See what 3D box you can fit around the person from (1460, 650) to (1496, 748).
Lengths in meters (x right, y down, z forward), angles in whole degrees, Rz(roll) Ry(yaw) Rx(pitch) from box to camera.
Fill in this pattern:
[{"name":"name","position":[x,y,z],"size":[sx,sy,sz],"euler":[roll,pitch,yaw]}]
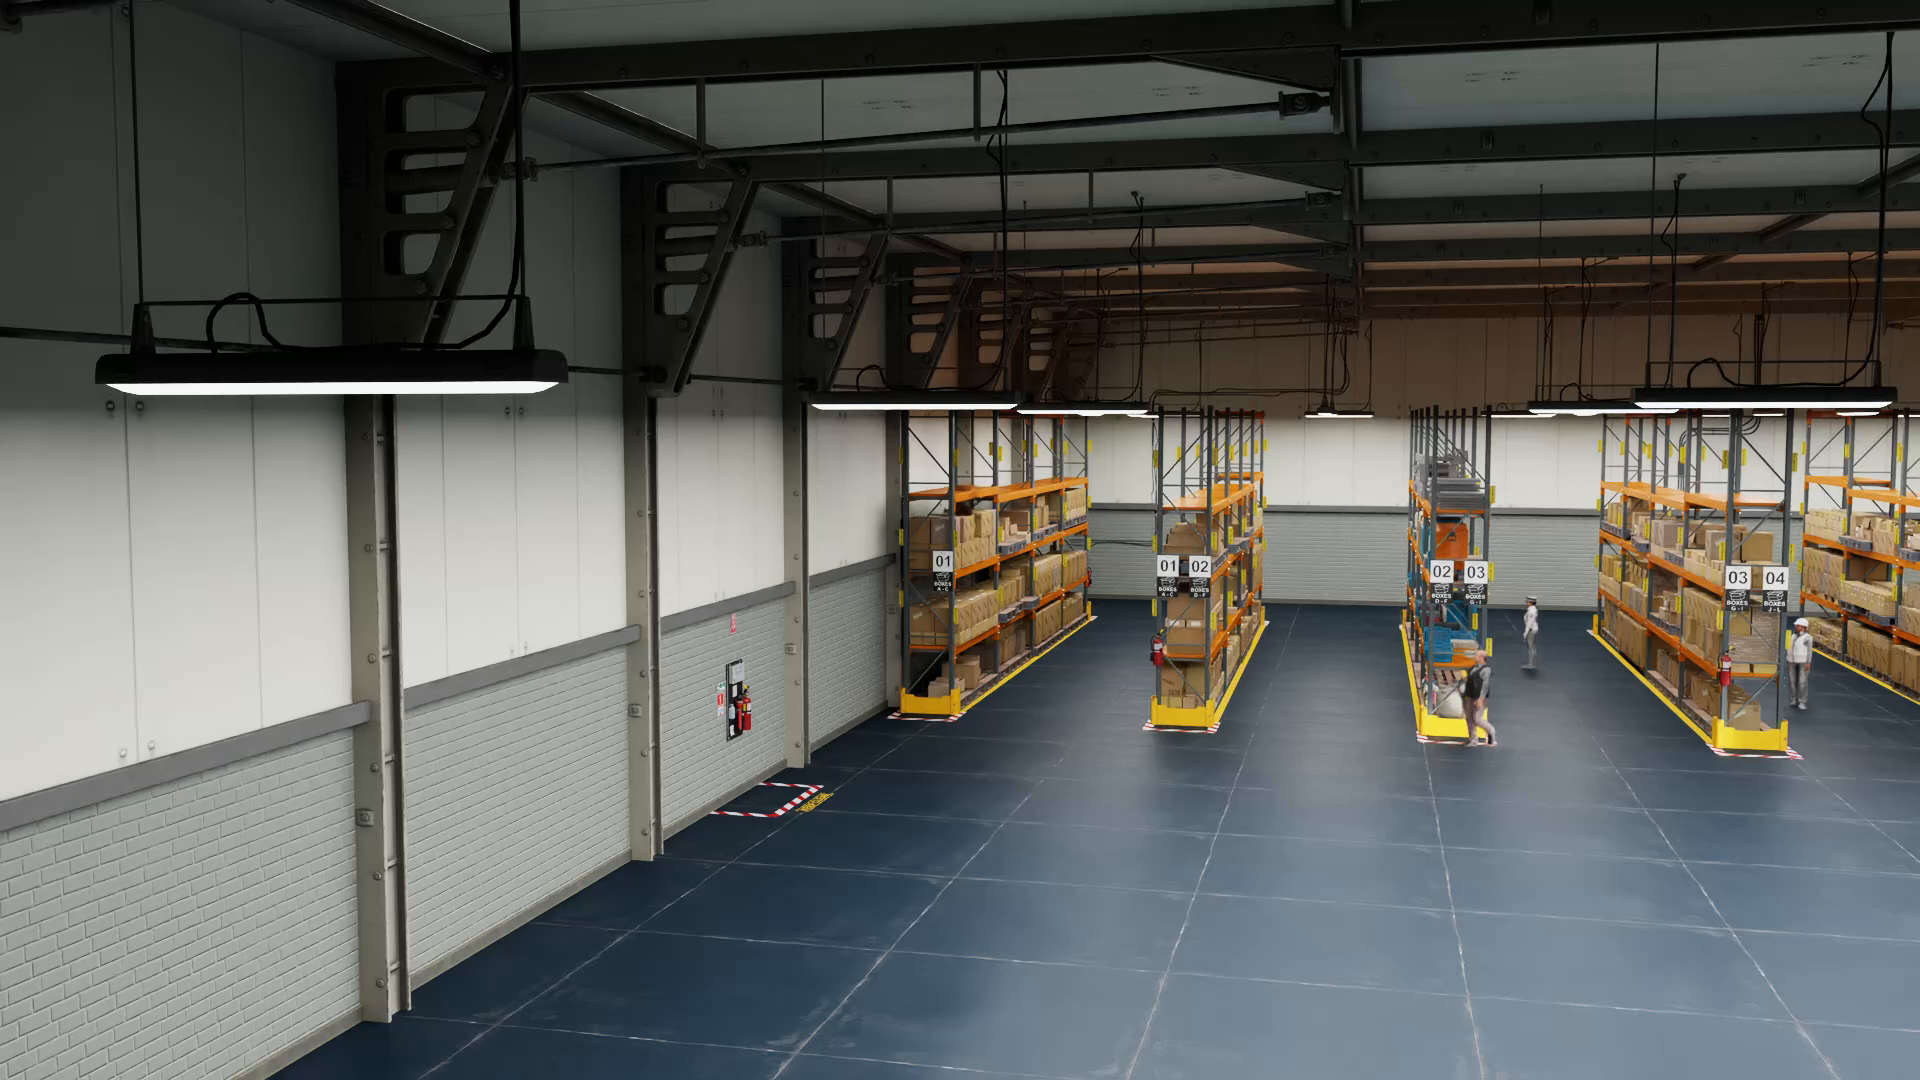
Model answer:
[{"name":"person","position":[9.055,2.812,29.071],"size":[0.568,1.629,0.555],"euler":[-2,4,-24]}]

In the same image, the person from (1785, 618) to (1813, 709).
[{"name":"person","position":[16.766,2.466,33.316],"size":[0.544,1.803,0.558],"euler":[-3,5,-38]}]

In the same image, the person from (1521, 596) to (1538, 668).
[{"name":"person","position":[13.139,2.130,38.347],"size":[0.364,1.682,0.490],"euler":[2,4,22]}]
